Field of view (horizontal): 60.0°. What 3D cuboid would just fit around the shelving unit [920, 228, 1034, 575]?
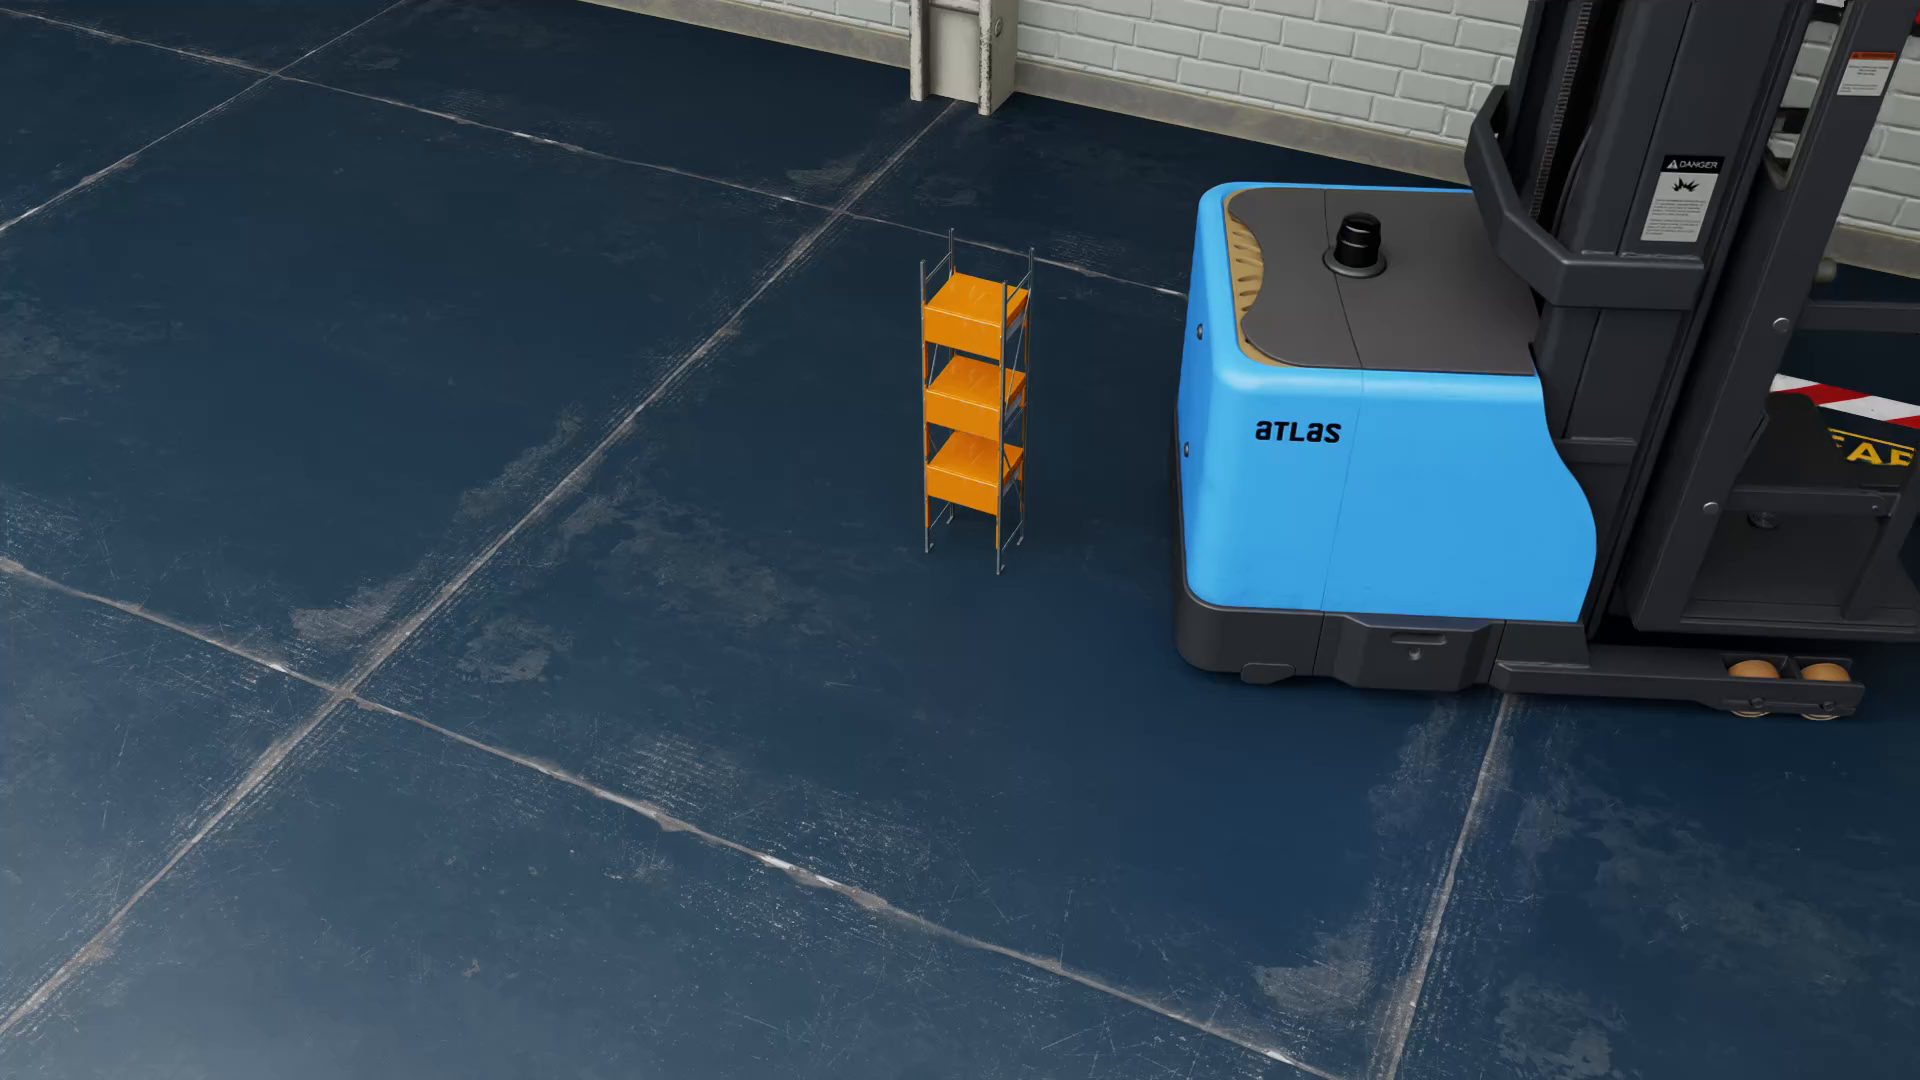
[{"bbox_3d":[0.048,-0.382,4.889,0.252,1.050,0.215,17,44,19],"label":"shelving unit"}]

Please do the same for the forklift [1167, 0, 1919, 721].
[{"bbox_3d":[2.161,-0.964,4.124,3.031,2.935,1.130,2,41,3],"label":"forklift"}]

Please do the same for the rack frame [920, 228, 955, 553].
[{"bbox_3d":[-0.062,-0.416,4.928,0.008,1.050,0.200,17,44,19],"label":"rack frame"}]

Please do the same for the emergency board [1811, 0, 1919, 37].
[{"bbox_3d":[3.231,-2.223,5.525,0.643,1.169,0.194,17,44,19],"label":"emergency board"}]

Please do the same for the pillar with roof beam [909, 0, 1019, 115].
[{"bbox_3d":[-1.803,-2.890,1.713,0.400,9.000,9.100,17,44,19],"label":"pillar with roof beam"}]

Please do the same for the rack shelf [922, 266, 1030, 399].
[{"bbox_3d":[0.048,-0.588,4.710,0.240,0.259,0.215,17,44,19],"label":"rack shelf"}]

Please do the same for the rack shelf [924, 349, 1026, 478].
[{"bbox_3d":[0.048,-0.374,4.896,0.240,0.259,0.215,17,44,19],"label":"rack shelf"}]

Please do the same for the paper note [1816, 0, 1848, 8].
[{"bbox_3d":[3.100,-1.980,5.917,0.142,0.148,0.016,17,44,19],"label":"paper note"}]

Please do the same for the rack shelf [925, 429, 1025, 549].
[{"bbox_3d":[0.048,-0.164,5.078,0.240,0.259,0.215,17,44,19],"label":"rack shelf"}]

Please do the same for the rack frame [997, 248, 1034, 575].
[{"bbox_3d":[0.159,-0.348,4.850,0.008,1.050,0.200,17,44,19],"label":"rack frame"}]
